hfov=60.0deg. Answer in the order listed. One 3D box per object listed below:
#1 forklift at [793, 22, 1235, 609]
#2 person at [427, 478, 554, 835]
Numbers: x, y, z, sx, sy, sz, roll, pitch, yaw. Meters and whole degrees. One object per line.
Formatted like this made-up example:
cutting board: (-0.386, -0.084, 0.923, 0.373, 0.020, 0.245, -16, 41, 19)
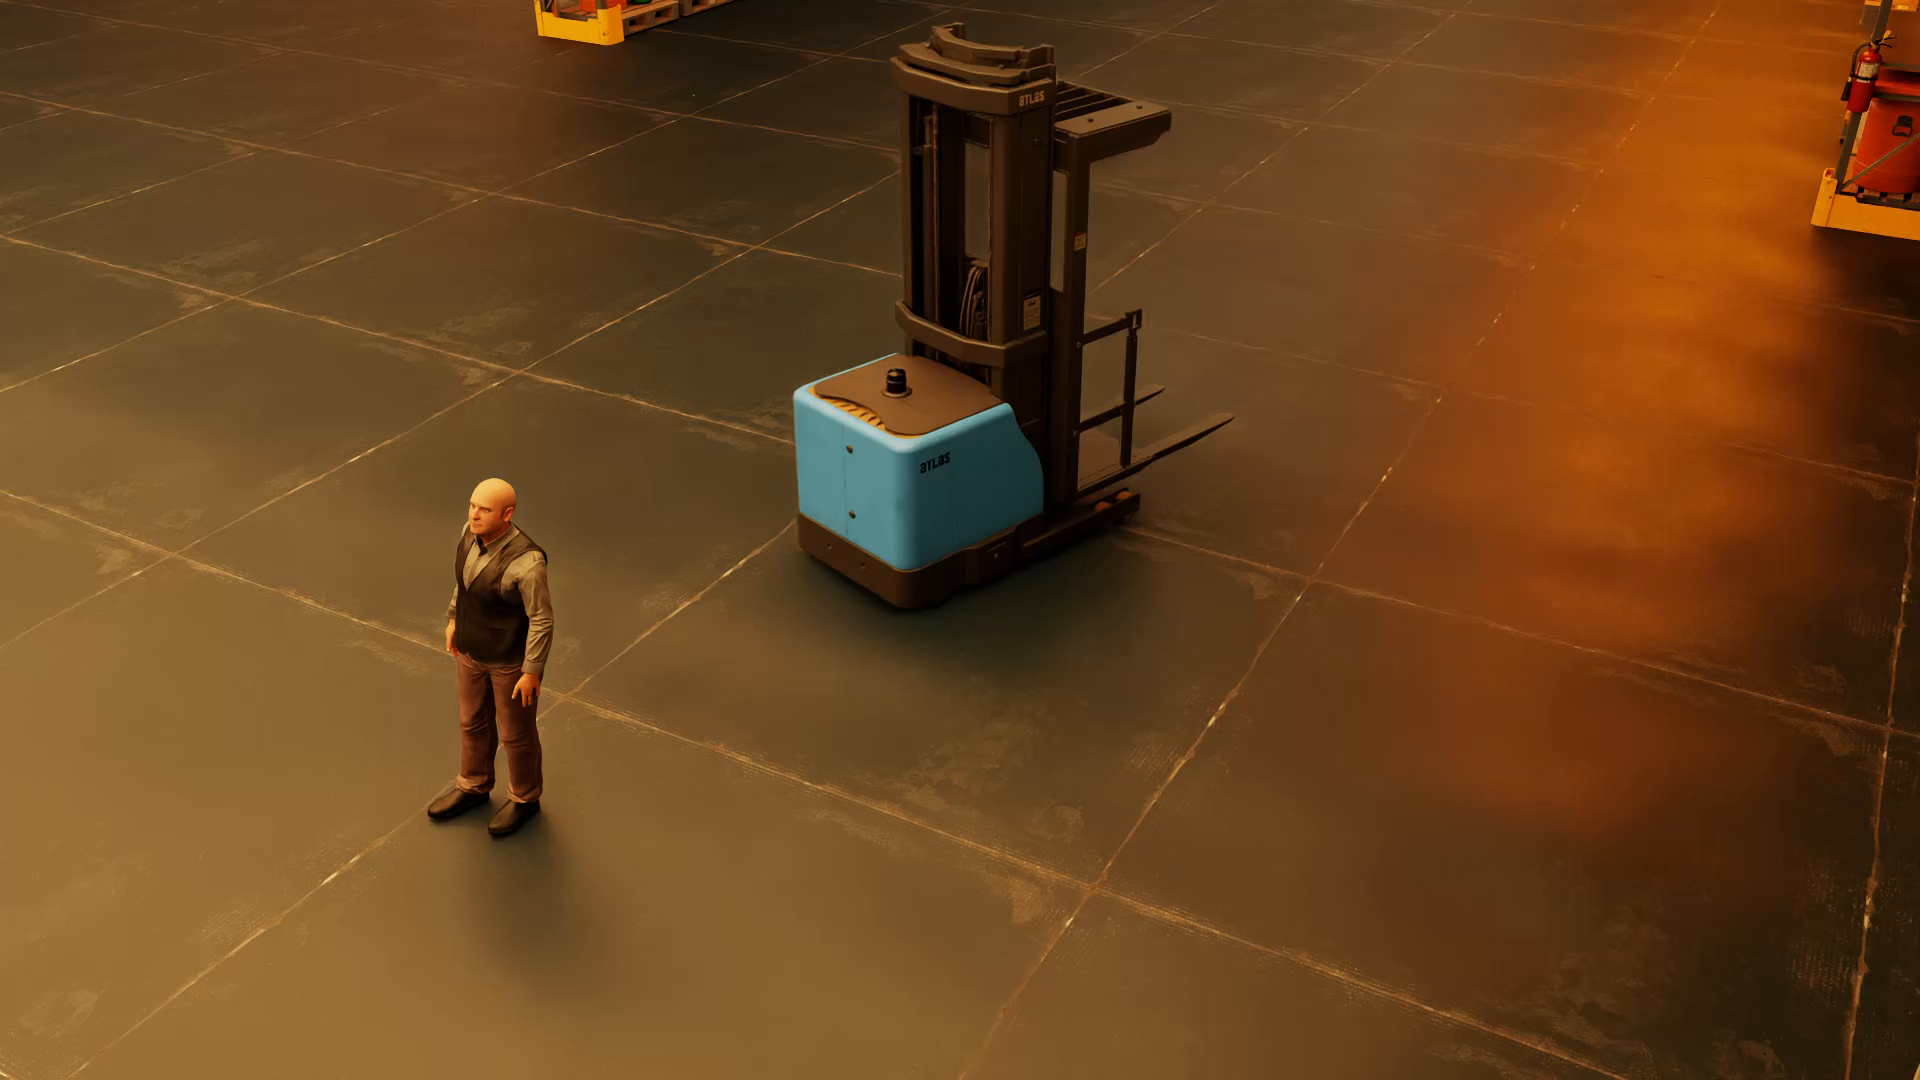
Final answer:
forklift: (0.472, -1.508, 9.684, 3.031, 2.935, 1.130, -25, 38, -36)
person: (-2.086, 0.532, 7.345, 0.631, 1.720, 0.568, 23, 37, 34)
